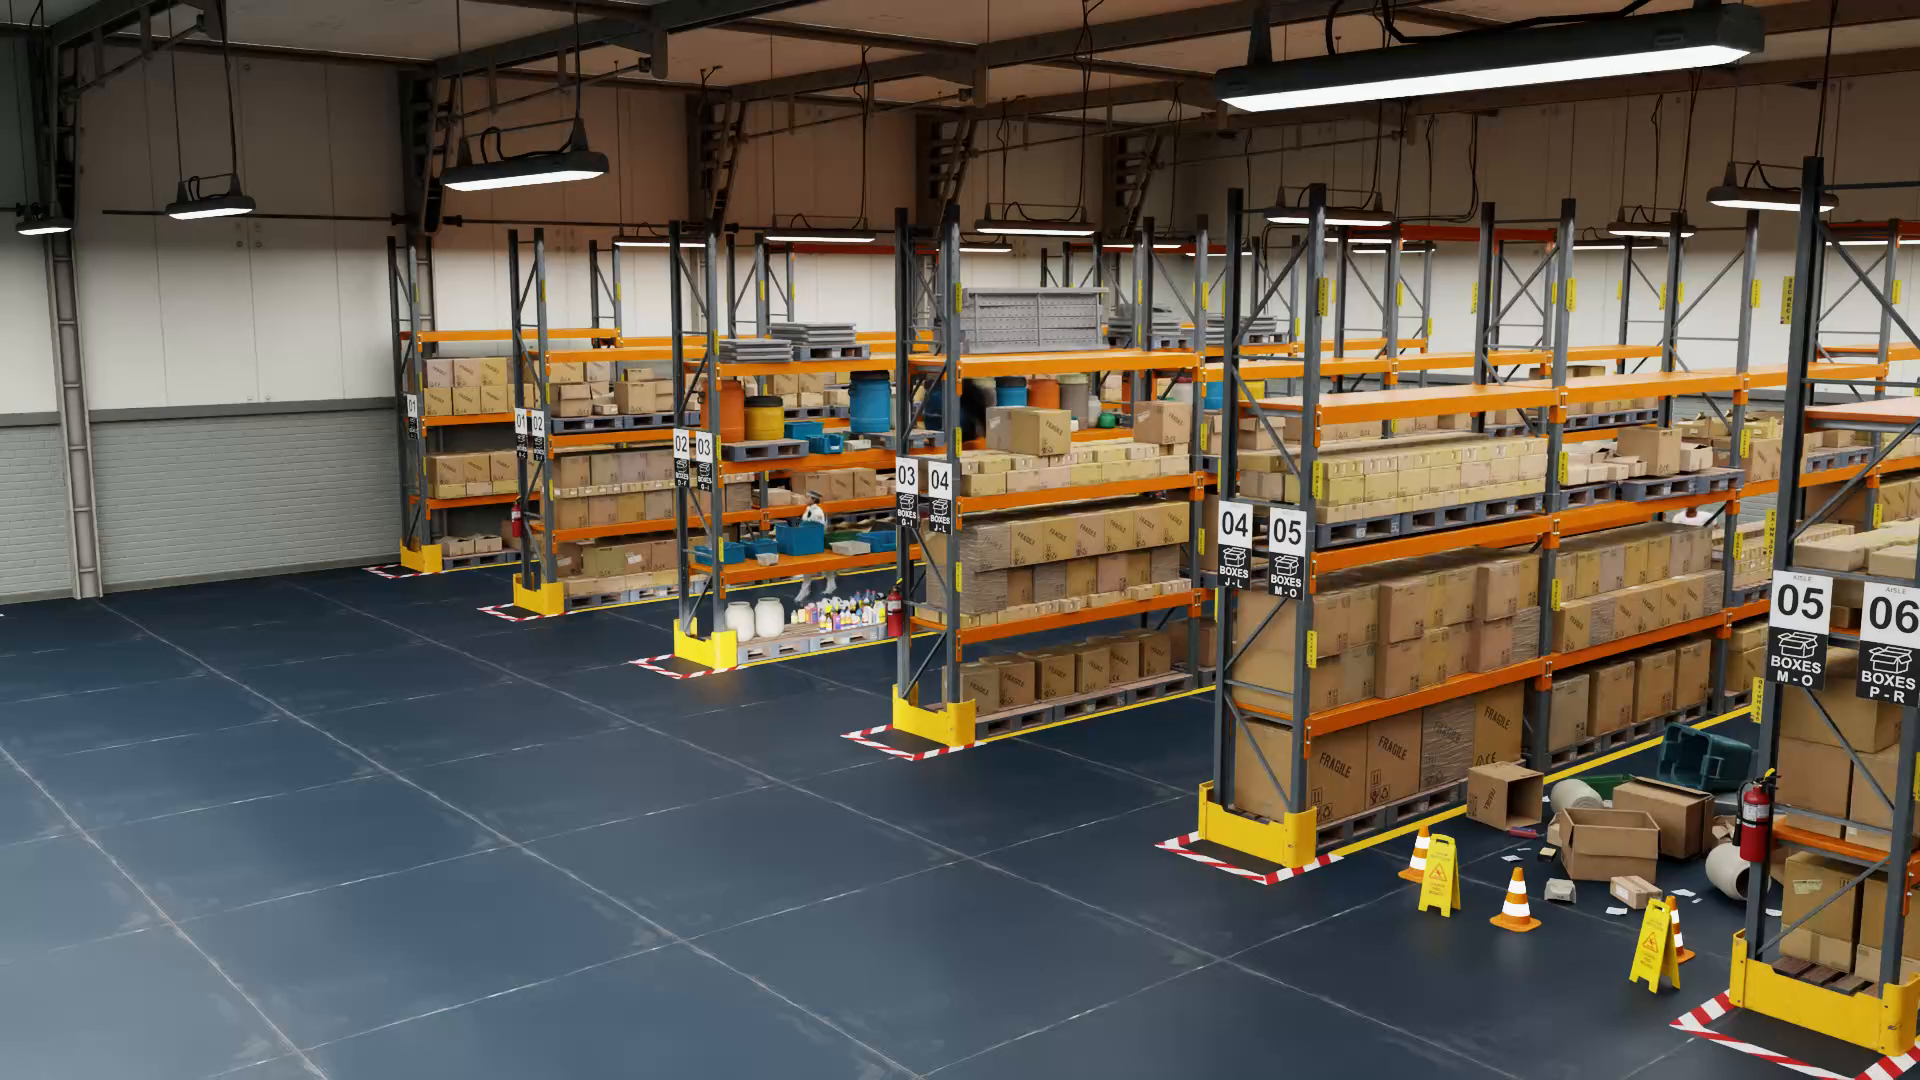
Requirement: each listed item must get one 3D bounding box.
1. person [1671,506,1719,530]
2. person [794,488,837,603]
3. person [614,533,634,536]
[{"bbox_3d":[11.918,0.147,27.104,0.723,1.773,0.908,8,12,41],"label":"person"},{"bbox_3d":[-2.231,0.078,25.914,0.731,1.771,0.584,-6,11,-36],"label":"person"},{"bbox_3d":[-5.957,-0.283,29.867,0.668,1.747,0.583,8,12,40],"label":"person"}]
